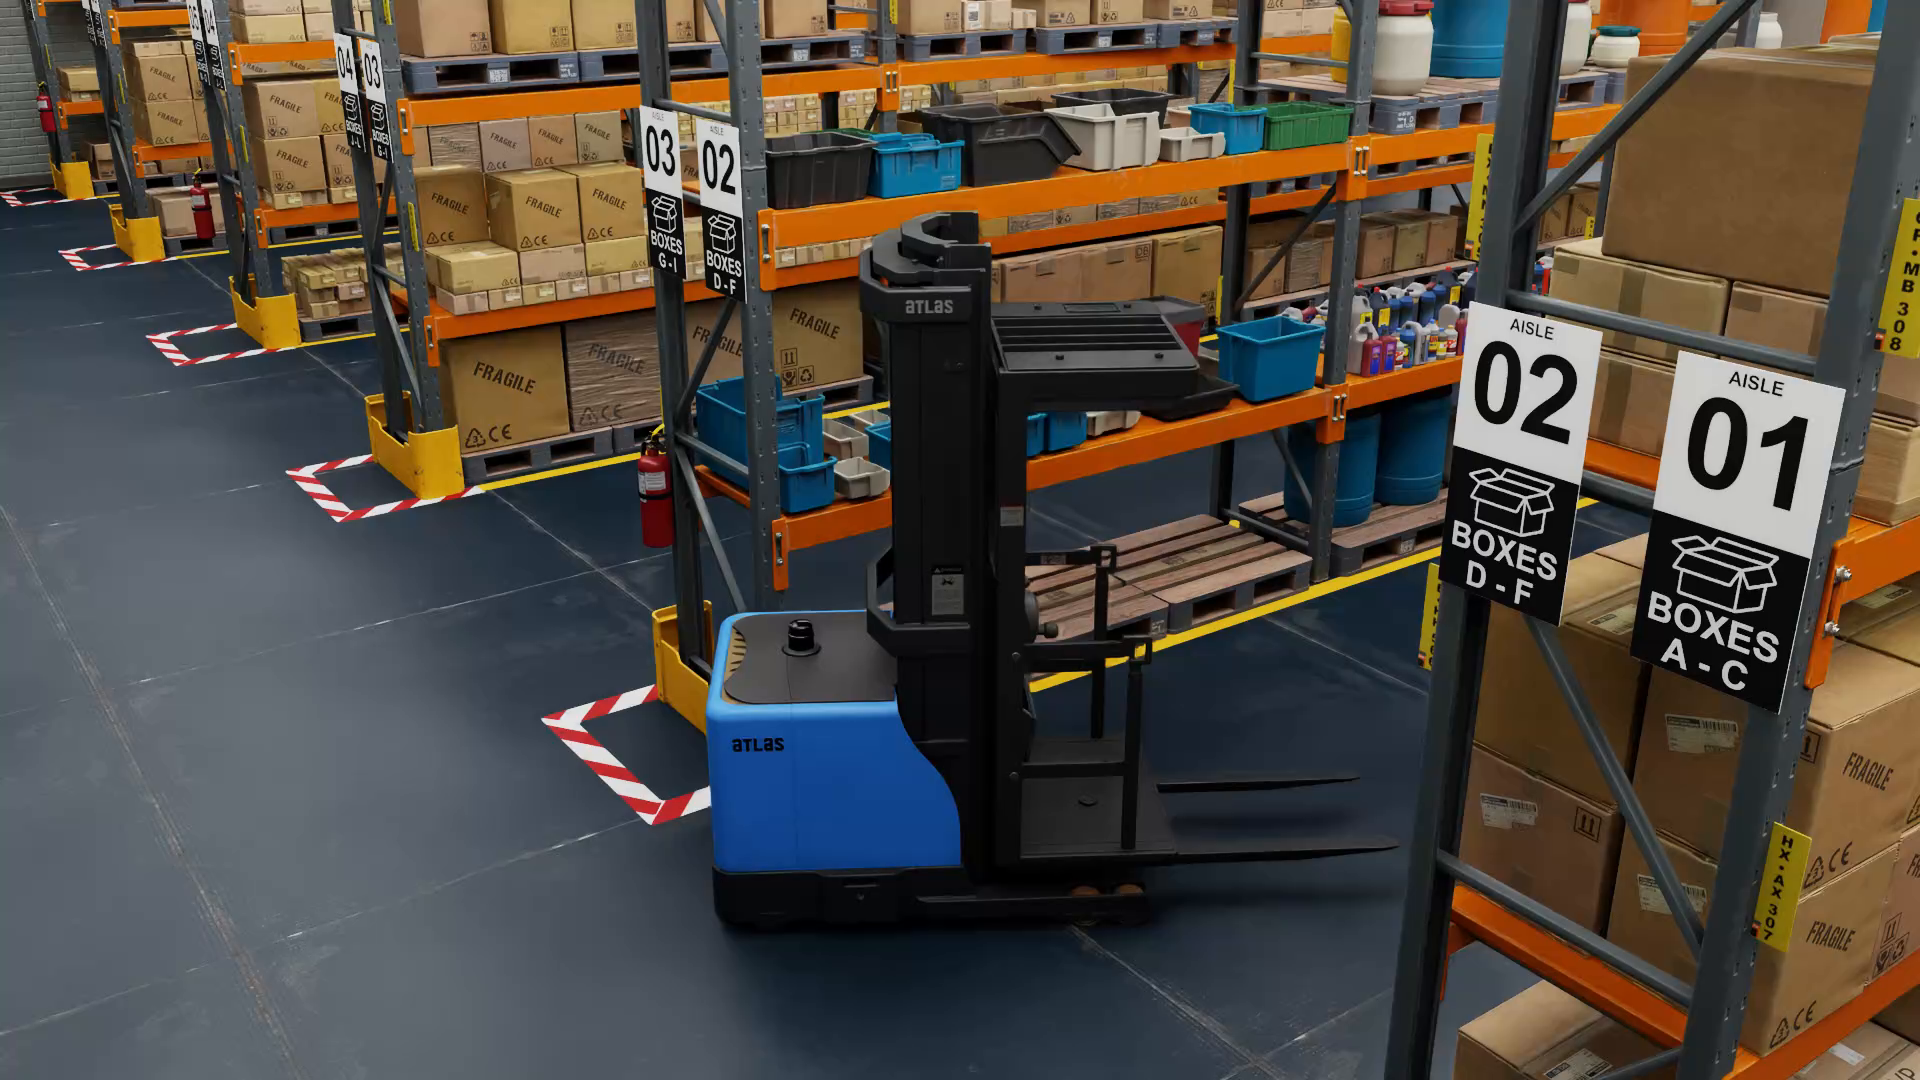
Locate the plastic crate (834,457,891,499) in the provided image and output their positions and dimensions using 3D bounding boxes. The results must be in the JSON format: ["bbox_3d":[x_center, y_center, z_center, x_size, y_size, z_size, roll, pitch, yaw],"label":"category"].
[{"bbox_3d":[-0.507,-0.309,8.398,0.298,0.136,0.250,-15,26,-33],"label":"plastic crate"}]

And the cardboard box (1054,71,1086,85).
[{"bbox_3d":[1.188,-6.078,21.096,0.500,0.500,0.700,-15,26,-33],"label":"cardboard box"}]

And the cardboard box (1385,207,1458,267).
[{"bbox_3d":[5.129,-3.409,18.671,0.500,0.500,0.700,-17,28,-37],"label":"cardboard box"}]

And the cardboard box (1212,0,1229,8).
[{"bbox_3d":[2.634,-5.477,16.217,0.500,0.500,0.500,-14,26,-31],"label":"cardboard box"}]

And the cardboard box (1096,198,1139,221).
[{"bbox_3d":[1.309,-3.272,15.413,0.500,0.500,0.500,-16,27,-35],"label":"cardboard box"}]

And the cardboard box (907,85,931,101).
[{"bbox_3d":[-0.552,-5.251,19.478,0.250,0.149,0.380,-16,27,-35],"label":"cardboard box"}]

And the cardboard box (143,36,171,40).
[{"bbox_3d":[-9.522,-5.888,19.746,0.250,0.149,0.380,-14,26,-32],"label":"cardboard box"}]

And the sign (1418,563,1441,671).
[{"bbox_3d":[1.374,0.231,4.782,0.005,0.325,0.100,-15,26,-33],"label":"sign"}]

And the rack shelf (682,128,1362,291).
[{"bbox_3d":[0.415,-1.896,9.025,4.000,0.370,1.077,-15,26,-33],"label":"rack shelf"}]

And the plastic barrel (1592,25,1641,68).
[{"bbox_3d":[4.501,-3.384,11.402,0.301,0.262,0.301,0,22,0],"label":"plastic barrel"}]

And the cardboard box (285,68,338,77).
[{"bbox_3d":[-6.278,-4.341,16.343,0.500,0.500,0.500,-16,27,-35],"label":"cardboard box"}]

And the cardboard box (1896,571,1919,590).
[{"bbox_3d":[3.025,0.337,5.021,0.500,0.500,0.500,-15,26,-32],"label":"cardboard box"}]

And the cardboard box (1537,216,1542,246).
[{"bbox_3d":[6.448,-3.727,19.495,0.500,0.500,0.500,-7,23,-16],"label":"cardboard box"}]

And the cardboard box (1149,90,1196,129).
[{"bbox_3d":[1.790,-3.985,15.848,0.637,0.503,0.797,-14,26,-31],"label":"cardboard box"}]

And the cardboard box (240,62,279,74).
[{"bbox_3d":[-8.504,-5.633,19.981,0.500,0.500,0.500,-15,26,-33],"label":"cardboard box"}]

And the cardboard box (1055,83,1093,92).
[{"bbox_3d":[1.327,-5.530,21.072,0.500,0.500,0.500,-15,26,-33],"label":"cardboard box"}]

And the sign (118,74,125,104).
[{"bbox_3d":[-9.569,-5.147,18.972,0.005,0.325,0.100,-15,26,-33],"label":"sign"}]

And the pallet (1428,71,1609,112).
[{"bbox_3d":[3.537,-3.021,11.128,1.213,0.211,1.003,-15,26,-33],"label":"pallet"}]

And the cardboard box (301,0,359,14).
[{"bbox_3d":[-5.984,-5.094,15.596,0.500,0.250,0.500,-15,26,-33],"label":"cardboard box"}]

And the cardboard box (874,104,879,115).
[{"bbox_3d":[-0.985,-4.997,19.242,0.250,0.149,0.380,-14,26,-32],"label":"cardboard box"}]

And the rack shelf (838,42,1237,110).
[{"bbox_3d":[0.769,-4.252,14.929,4.000,0.370,1.077,-15,26,-33],"label":"rack shelf"}]

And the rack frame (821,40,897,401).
[{"bbox_3d":[-0.854,-2.760,14.267,0.127,3.000,1.000,-15,26,-33],"label":"rack frame"}]

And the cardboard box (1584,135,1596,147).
[{"bbox_3d":[7.200,-4.660,19.366,0.250,0.149,0.380,-15,26,-33],"label":"cardboard box"}]

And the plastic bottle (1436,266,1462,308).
[{"bbox_3d":[3.488,-1.783,11.884,0.185,0.351,0.144,-15,26,-33],"label":"plastic bottle"}]

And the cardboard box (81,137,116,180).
[{"bbox_3d":[-12.239,-5.508,23.954,0.637,0.503,0.797,-16,27,-35],"label":"cardboard box"}]

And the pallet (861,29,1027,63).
[{"bbox_3d":[-0.139,-4.278,14.281,1.217,0.209,0.805,-16,27,-35],"label":"pallet"}]

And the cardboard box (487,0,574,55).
[{"bbox_3d":[-3.183,-3.790,11.963,0.500,0.500,0.700,-16,27,-35],"label":"cardboard box"}]

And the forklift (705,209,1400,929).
[{"bbox_3d":[0.426,0.114,7.155,3.031,2.935,1.130,-1,22,-3],"label":"forklift"}]

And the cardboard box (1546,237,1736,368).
[{"bbox_3d":[1.950,-0.657,4.476,0.500,0.250,0.500,-15,26,-33],"label":"cardboard box"}]

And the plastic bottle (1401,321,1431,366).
[{"bbox_3d":[2.934,-1.277,10.718,0.135,0.276,0.152,-15,26,-33],"label":"plastic bottle"}]

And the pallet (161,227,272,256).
[{"bbox_3d":[-9.285,-3.777,20.578,1.213,0.211,1.003,-15,26,-33],"label":"pallet"}]

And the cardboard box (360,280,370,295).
[{"bbox_3d":[-5.938,-2.576,16.683,0.250,0.149,0.380,-15,26,-32],"label":"cardboard box"}]

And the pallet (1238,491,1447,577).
[{"bbox_3d":[2.689,-0.130,11.436,1.213,0.211,1.003,-15,26,-33],"label":"pallet"}]

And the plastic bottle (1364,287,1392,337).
[{"bbox_3d":[2.828,-1.541,11.278,0.185,0.351,0.144,-15,26,-33],"label":"plastic bottle"}]

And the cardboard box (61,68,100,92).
[{"bbox_3d":[-12.265,-6.454,23.324,0.500,0.250,0.500,-15,26,-33],"label":"cardboard box"}]

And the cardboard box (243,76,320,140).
[{"bbox_3d":[-6.396,-4.075,15.676,0.500,0.500,0.500,-15,26,-33],"label":"cardboard box"}]

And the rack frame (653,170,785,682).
[{"bbox_3d":[-1.208,-0.404,8.363,0.127,3.000,1.000,-15,26,-33],"label":"rack frame"}]

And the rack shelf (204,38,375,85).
[{"bbox_3d":[-5.292,-4.901,16.553,4.000,0.370,1.077,-15,26,-33],"label":"rack shelf"}]

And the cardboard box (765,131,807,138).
[{"bbox_3d":[-1.392,-3.150,14.033,0.500,0.500,0.500,-15,26,-33],"label":"cardboard box"}]

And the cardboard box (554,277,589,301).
[{"bbox_3d":[-2.994,-1.924,12.509,0.250,0.149,0.380,-15,26,-34],"label":"cardboard box"}]

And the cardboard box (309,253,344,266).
[{"bbox_3d":[-6.396,-2.784,16.803,0.250,0.149,0.380,-14,26,-32],"label":"cardboard box"}]

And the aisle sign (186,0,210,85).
[{"bbox_3d":[-7.150,-4.691,15.596,0.004,0.787,0.394,-15,26,-33],"label":"aisle sign"}]

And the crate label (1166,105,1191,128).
[{"bbox_3d":[1.473,-2.522,9.978,0.466,0.136,0.293,-15,26,-33],"label":"crate label"}]

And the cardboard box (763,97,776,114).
[{"bbox_3d":[-2.236,-4.802,18.352,0.250,0.149,0.380,-15,26,-33],"label":"cardboard box"}]

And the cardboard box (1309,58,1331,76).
[{"bbox_3d":[4.836,-6.638,23.783,0.550,0.550,0.875,-15,26,-33],"label":"cardboard box"}]

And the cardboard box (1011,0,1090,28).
[{"bbox_3d":[0.747,-4.814,14.659,0.637,0.503,0.797,-15,26,-34],"label":"cardboard box"}]

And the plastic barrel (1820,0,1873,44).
[{"bbox_3d":[6.610,-3.983,12.703,0.708,0.830,0.600,-15,26,-33],"label":"plastic barrel"}]

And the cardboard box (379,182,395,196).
[{"bbox_3d":[-5.664,-3.522,16.514,0.250,0.149,0.380,-15,26,-33],"label":"cardboard box"}]

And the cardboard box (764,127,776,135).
[{"bbox_3d":[-2.243,-4.524,18.458,0.250,0.149,0.380,-16,27,-35],"label":"cardboard box"}]

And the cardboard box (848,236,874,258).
[{"bbox_3d":[-0.910,-2.479,13.901,0.250,0.149,0.380,-15,26,-33],"label":"cardboard box"}]

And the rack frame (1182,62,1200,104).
[{"bbox_3d":[2.825,-6.006,22.400,0.127,3.000,1.000,-15,26,-33],"label":"rack frame"}]

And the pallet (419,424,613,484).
[{"bbox_3d":[-3.498,-0.796,13.106,1.213,0.211,1.003,-15,26,-33],"label":"pallet"}]

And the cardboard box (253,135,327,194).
[{"bbox_3d":[-6.390,-3.607,15.853,0.500,0.500,0.500,-14,25,-30],"label":"cardboard box"}]

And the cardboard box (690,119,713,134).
[{"bbox_3d":[-2.871,-4.495,17.983,0.250,0.149,0.380,-16,27,-34],"label":"cardboard box"}]

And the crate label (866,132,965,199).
[{"bbox_3d":[-0.271,-1.831,8.091,0.502,0.251,0.408,-15,26,-33],"label":"crate label"}]

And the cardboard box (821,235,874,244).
[{"bbox_3d":[-1.059,-2.654,13.802,0.500,0.250,0.500,-15,26,-34],"label":"cardboard box"}]
